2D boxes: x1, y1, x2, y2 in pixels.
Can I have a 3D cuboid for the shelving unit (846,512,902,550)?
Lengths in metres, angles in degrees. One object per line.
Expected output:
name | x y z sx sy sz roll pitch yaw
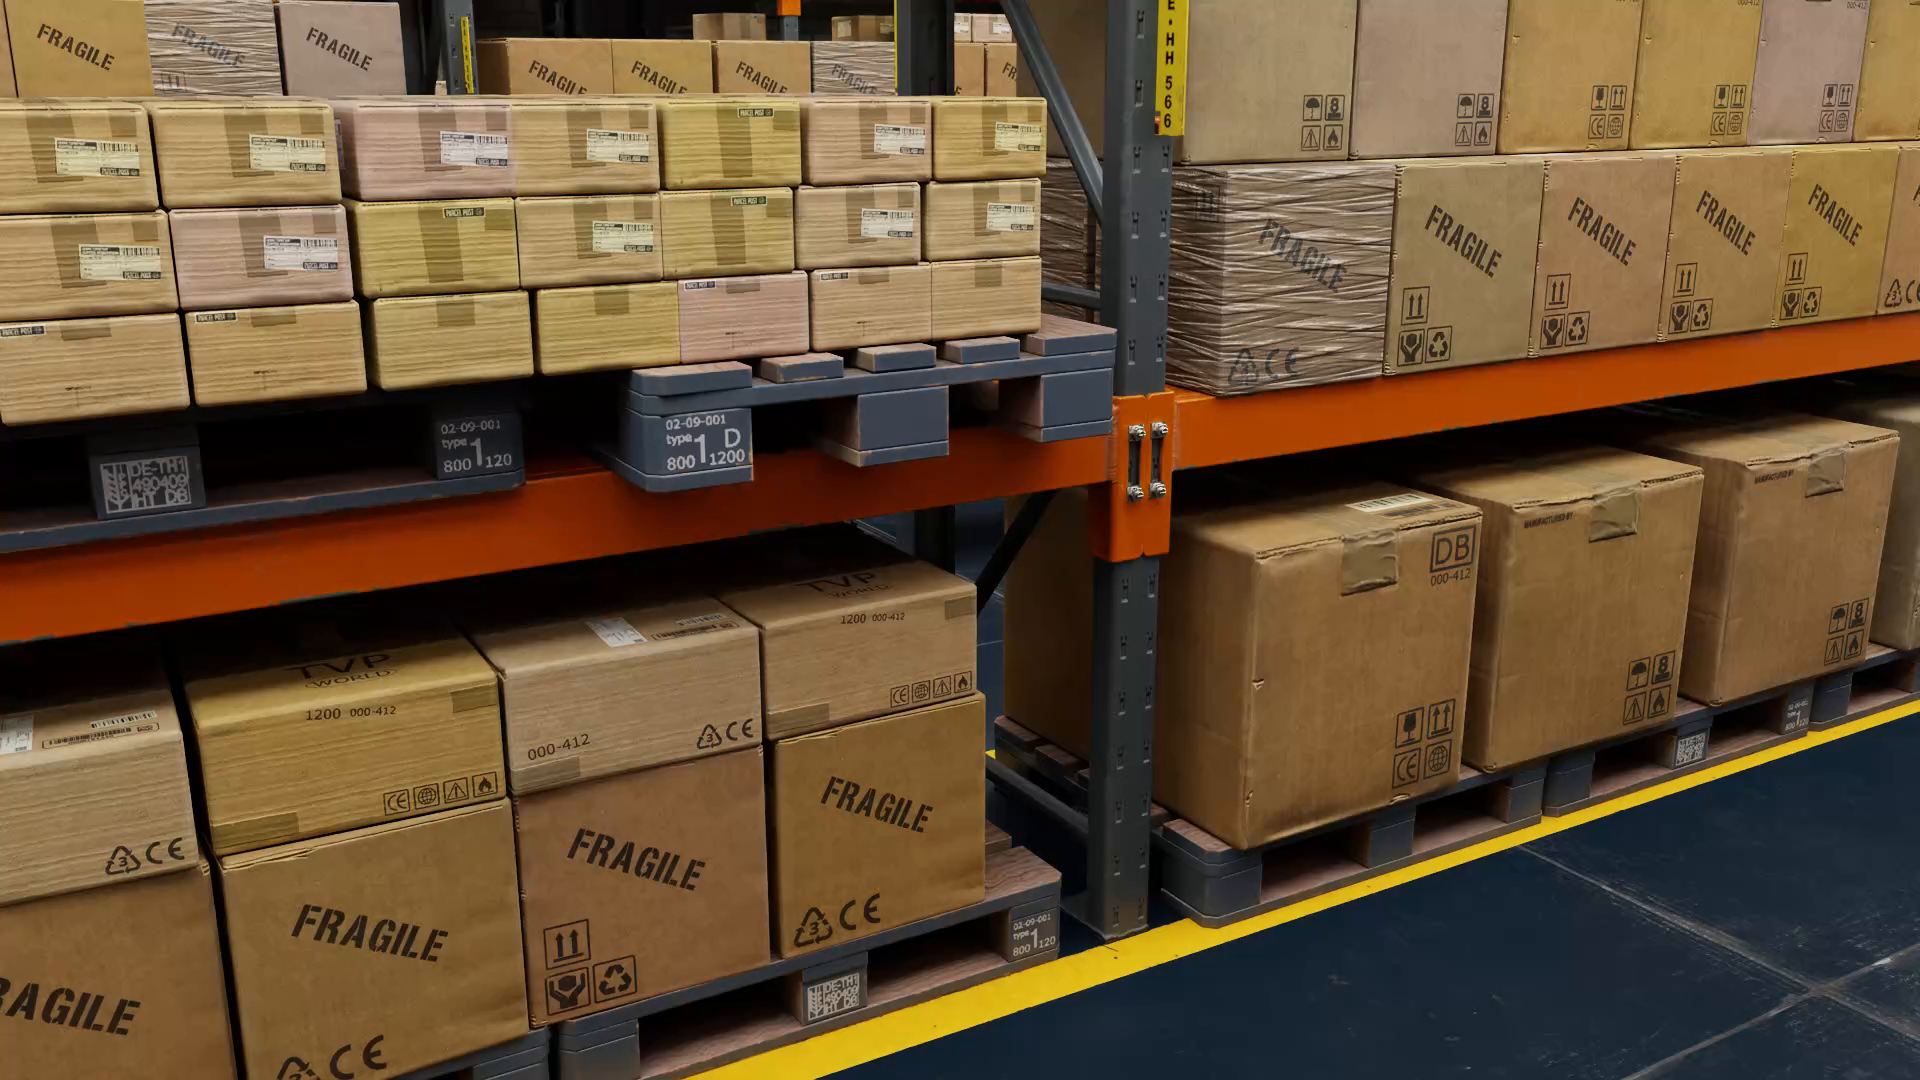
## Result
shelving unit | 0.073 -0.734 7.250 1.048 1.500 0.538 -9 18 -30

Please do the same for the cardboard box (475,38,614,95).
cardboard box | -1.986 -2.137 7.961 0.500 0.500 0.500 -10 18 -31

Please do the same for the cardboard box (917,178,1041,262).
cardboard box | -0.044 -0.654 3.320 0.250 0.149 0.380 -9 18 -29

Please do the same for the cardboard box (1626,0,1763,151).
cardboard box | 1.845 -1.406 4.832 0.500 0.500 0.700 -9 18 -30

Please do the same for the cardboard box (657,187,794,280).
cardboard box | -0.496 -0.579 3.054 0.250 0.149 0.380 -9 18 -28

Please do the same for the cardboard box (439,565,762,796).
cardboard box | -0.733 0.266 3.369 0.500 0.250 0.500 -9 18 -29

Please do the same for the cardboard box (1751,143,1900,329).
cardboard box | 2.398 -0.932 4.994 0.500 0.500 0.500 -9 18 -29

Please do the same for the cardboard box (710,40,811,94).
cardboard box | -1.091 -2.286 8.495 0.500 0.500 0.500 -9 18 -29

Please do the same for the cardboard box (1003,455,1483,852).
cardboard box | 0.714 0.214 4.479 0.750 0.750 1.050 -9 18 -30

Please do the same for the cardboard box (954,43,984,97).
cardboard box | -0.209 -2.427 8.997 0.500 0.500 0.500 -9 18 -28

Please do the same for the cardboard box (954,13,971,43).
cardboard box | -0.148 -2.738 8.902 0.250 0.149 0.380 -10 19 -32

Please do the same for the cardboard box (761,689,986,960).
cardboard box | -0.284 0.550 3.743 0.500 0.500 0.500 -9 18 -30

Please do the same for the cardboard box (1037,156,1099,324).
cardboard box | 0.393 -0.776 4.436 0.500 0.500 0.500 -9 18 -30

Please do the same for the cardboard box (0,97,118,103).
cardboard box | -1.692 -0.735 3.058 0.250 0.149 0.380 -10 18 -30

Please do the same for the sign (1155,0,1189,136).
sign | 0.433 -0.998 3.415 0.005 0.325 0.100 -9 18 -30

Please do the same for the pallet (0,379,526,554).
pallet | -1.530 -0.226 3.015 1.213 0.211 1.003 -9 18 -30

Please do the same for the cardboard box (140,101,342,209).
cardboard box | -1.148 -0.617 2.640 0.250 0.149 0.380 -8 18 -27

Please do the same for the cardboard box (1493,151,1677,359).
cardboard box | 1.536 -0.793 4.495 0.500 0.500 0.500 -9 18 -30

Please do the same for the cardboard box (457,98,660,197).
cardboard box | -0.707 -0.688 2.892 0.250 0.149 0.380 -9 18 -28

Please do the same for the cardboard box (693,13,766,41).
cardboard box | -1.233 -2.733 8.886 0.250 0.149 0.380 -10 19 -32

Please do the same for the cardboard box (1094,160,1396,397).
cardboard box | 0.669 -0.651 3.990 0.500 0.500 0.500 -9 18 -29

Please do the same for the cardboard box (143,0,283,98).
cardboard box | -3.235 -2.058 7.158 0.500 0.500 0.500 -9 18 -29

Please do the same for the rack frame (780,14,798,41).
rack frame | -1.621 -3.438 14.118 0.127 3.000 1.000 -9 18 -30

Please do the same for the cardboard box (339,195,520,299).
cardboard box | -0.925 -0.510 2.809 0.250 0.149 0.380 -9 18 -30

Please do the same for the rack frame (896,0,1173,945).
rack frame | 0.145 -0.603 4.004 0.127 3.000 1.000 -9 18 -30

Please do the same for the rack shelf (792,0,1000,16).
rack shelf | 0.093 -4.814 14.802 4.000 0.370 1.077 -9 18 -30

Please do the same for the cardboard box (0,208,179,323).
cardboard box | -1.369 -0.438 2.551 0.250 0.149 0.380 -10 18 -31

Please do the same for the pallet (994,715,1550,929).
pallet | 0.860 0.647 4.709 1.213 0.211 1.003 -9 18 -30

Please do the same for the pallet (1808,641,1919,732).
pallet | 2.952 0.308 5.919 1.213 0.211 1.003 -9 18 -30

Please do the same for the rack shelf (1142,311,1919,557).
rack shelf | 1.860 -0.535 5.093 4.000 0.370 1.077 -9 18 -30

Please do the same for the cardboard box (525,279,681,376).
cardboard box | -0.690 -0.406 2.987 0.250 0.149 0.380 -9 18 -30

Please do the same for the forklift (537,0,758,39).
forklift | -1.967 -2.593 11.229 3.031 2.935 1.130 -9 18 -30

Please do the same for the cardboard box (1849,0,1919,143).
cardboard box | 2.712 -1.546 5.331 0.500 0.500 0.700 -10 18 -31

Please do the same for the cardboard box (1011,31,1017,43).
cardboard box | 0.353 -3.013 9.884 0.250 0.149 0.380 -9 18 -30

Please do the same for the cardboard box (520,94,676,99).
cardboard box | -0.792 -0.880 3.578 0.250 0.149 0.380 -9 18 -30

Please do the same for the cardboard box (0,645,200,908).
cardboard box | -1.619 0.407 2.864 0.500 0.250 0.500 -8 18 -28

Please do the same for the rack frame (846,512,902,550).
rack frame | -0.363 -0.663 6.998 0.032 1.500 0.500 -9 18 -30

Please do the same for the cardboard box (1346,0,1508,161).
cardboard box | 0.968 -1.263 4.322 0.500 0.500 0.700 -10 18 -31

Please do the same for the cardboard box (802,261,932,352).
cardboard box | -0.254 -0.475 3.236 0.250 0.149 0.380 -9 18 -30

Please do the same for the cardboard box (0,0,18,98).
cardboard box | -4.101 -1.922 6.672 0.500 0.500 0.500 -10 18 -31

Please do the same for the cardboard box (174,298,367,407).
cardboard box | -1.143 -0.332 2.726 0.250 0.149 0.380 -9 18 -28

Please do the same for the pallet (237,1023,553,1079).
pallet | -1.570 1.016 3.393 1.213 0.211 1.003 -9 18 -30

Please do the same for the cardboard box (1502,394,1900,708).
cardboard box | 2.260 -0.038 5.377 0.750 0.750 1.050 -9 18 -30

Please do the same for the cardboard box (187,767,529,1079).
cardboard box | -1.176 0.699 3.213 0.500 0.500 0.500 -10 19 -32

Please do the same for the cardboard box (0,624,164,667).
cardboard box | -1.882 0.286 3.296 0.500 0.250 0.500 -10 19 -32

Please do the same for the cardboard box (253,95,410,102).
cardboard box | -1.250 -0.806 3.312 0.250 0.149 0.380 -8 18 -27

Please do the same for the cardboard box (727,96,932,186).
cardboard box | -0.255 -0.762 3.157 0.250 0.149 0.380 -9 18 -30

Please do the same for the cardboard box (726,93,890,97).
cardboard box | -0.354 -0.951 3.830 0.250 0.149 0.380 -9 18 -30

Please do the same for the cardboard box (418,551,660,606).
cardboard box | -1.005 0.148 3.790 0.500 0.250 0.500 -9 18 -30
